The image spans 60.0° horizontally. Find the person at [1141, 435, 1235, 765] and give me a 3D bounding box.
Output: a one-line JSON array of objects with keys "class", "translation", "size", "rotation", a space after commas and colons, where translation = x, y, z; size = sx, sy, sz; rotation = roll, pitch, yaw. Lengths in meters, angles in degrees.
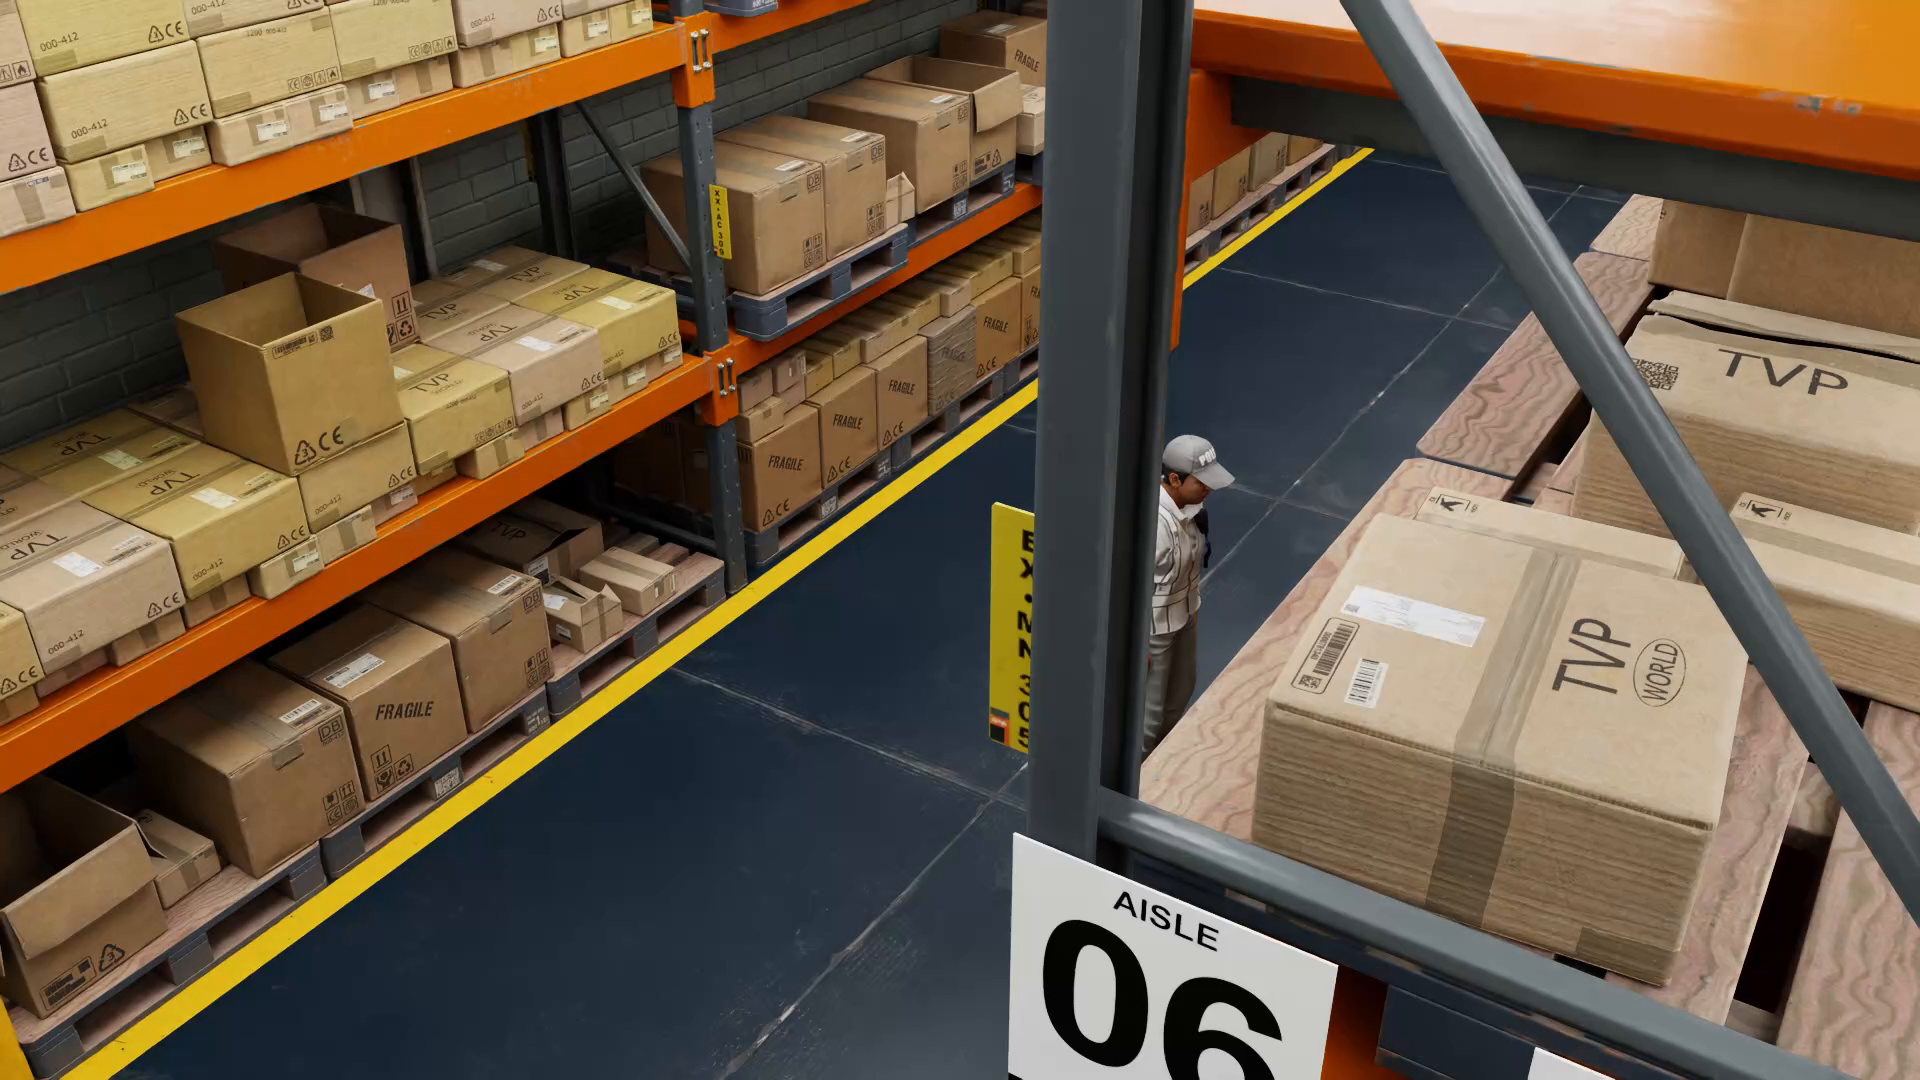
[{"class": "person", "translation": [0.792, 0.333, 6.563], "size": [0.469, 1.665, 0.537], "rotation": [18, 35, 27]}]
